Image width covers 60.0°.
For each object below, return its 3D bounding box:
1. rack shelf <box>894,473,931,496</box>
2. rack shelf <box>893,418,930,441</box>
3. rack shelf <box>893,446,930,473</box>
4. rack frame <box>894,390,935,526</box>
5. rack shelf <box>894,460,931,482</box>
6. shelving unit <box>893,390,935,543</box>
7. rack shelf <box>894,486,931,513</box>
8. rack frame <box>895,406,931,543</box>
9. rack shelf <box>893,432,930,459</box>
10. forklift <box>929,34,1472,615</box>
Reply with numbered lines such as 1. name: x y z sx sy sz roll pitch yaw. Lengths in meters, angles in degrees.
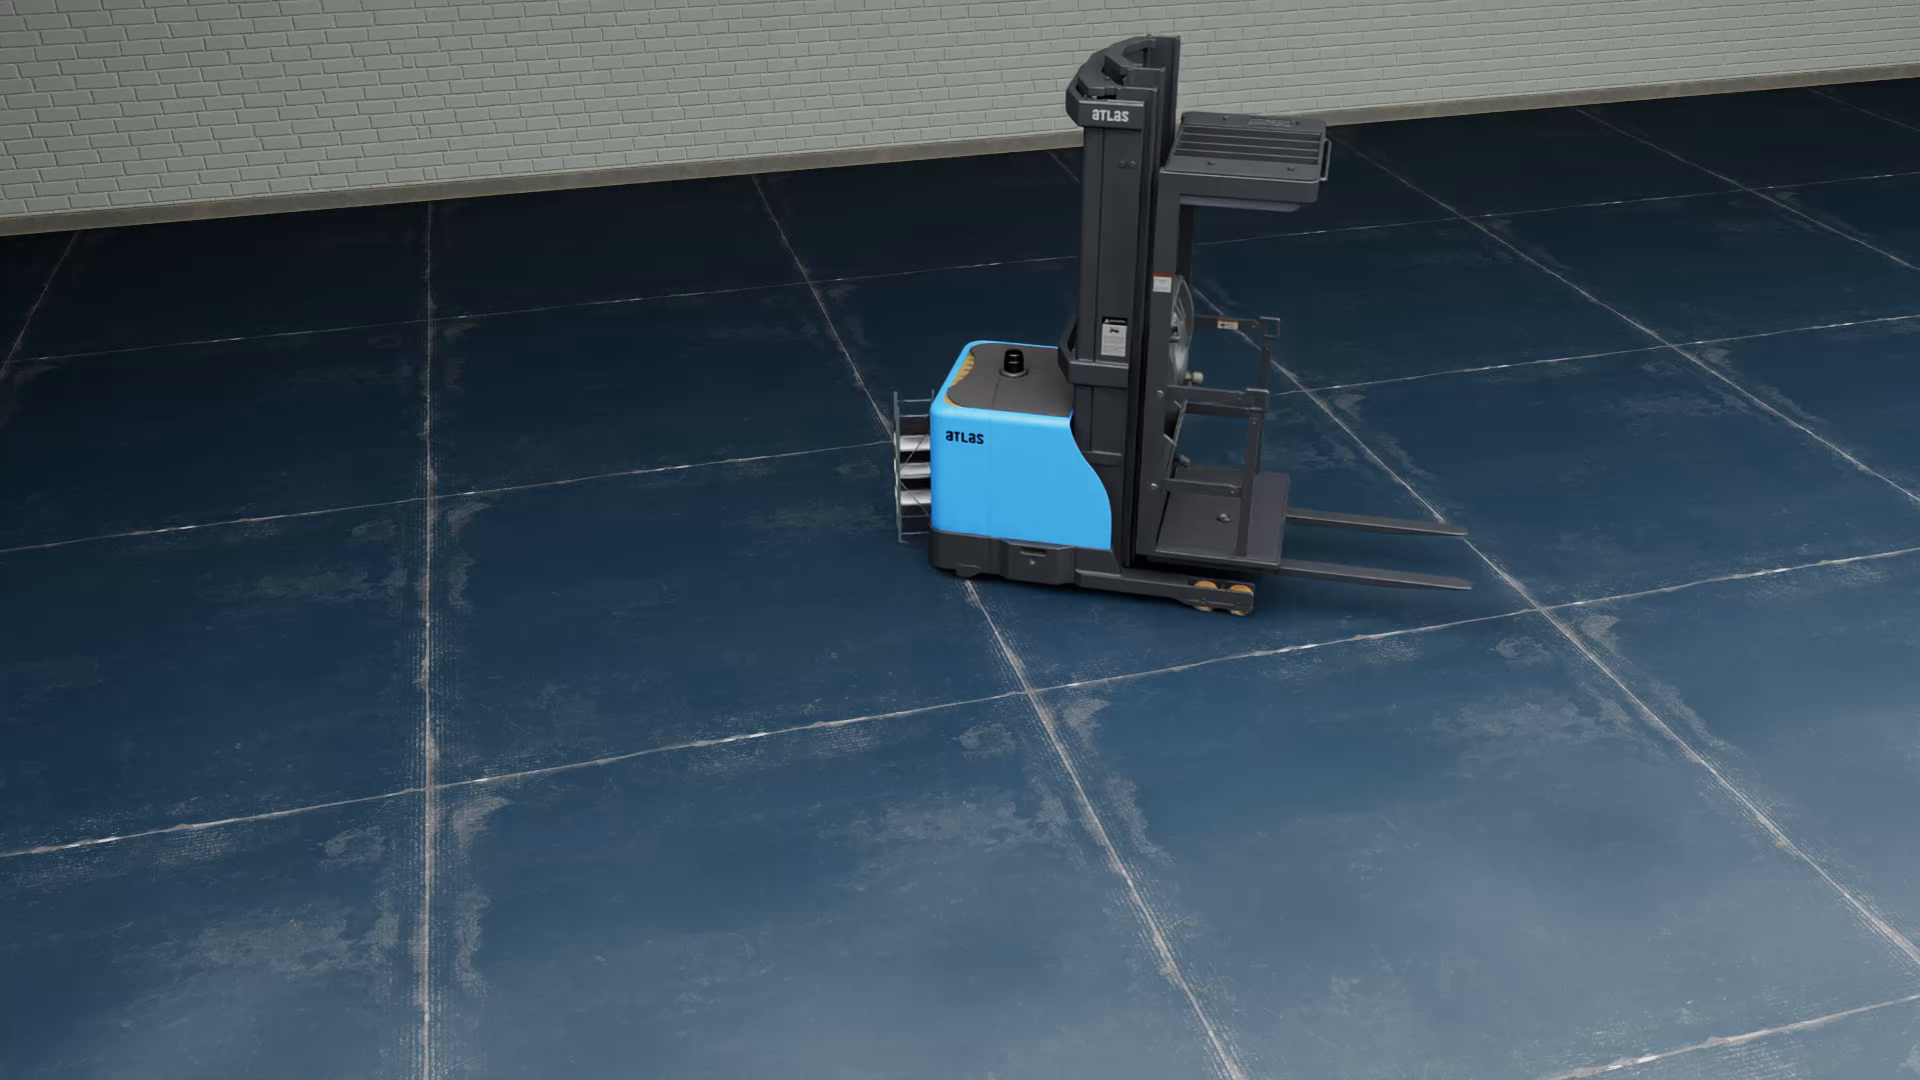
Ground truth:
1. rack shelf: -0.258 -0.324 9.888 0.258 0.077 0.200 -3 30 -4
2. rack shelf: -0.258 -0.635 9.708 0.258 0.077 0.200 -3 30 -4
3. rack shelf: -0.258 -0.480 9.798 0.258 0.077 0.200 -3 30 -4
4. rack frame: -0.267 -0.481 9.914 0.240 0.900 0.006 -3 30 -4
5. rack shelf: -0.258 -0.402 9.843 0.258 0.077 0.200 -3 30 -4
6. shelving unit: -0.258 -0.431 9.827 0.258 0.900 0.210 -3 30 -4
7. rack shelf: -0.258 -0.246 9.934 0.258 0.077 0.200 -3 30 -4
8. rack frame: -0.249 -0.380 9.739 0.240 0.900 0.006 -3 30 -4
9. rack shelf: -0.258 -0.558 9.753 0.258 0.077 0.200 -3 30 -4
10. forklift: 1.392 -1.143 9.030 3.031 2.935 1.130 7 31 11
